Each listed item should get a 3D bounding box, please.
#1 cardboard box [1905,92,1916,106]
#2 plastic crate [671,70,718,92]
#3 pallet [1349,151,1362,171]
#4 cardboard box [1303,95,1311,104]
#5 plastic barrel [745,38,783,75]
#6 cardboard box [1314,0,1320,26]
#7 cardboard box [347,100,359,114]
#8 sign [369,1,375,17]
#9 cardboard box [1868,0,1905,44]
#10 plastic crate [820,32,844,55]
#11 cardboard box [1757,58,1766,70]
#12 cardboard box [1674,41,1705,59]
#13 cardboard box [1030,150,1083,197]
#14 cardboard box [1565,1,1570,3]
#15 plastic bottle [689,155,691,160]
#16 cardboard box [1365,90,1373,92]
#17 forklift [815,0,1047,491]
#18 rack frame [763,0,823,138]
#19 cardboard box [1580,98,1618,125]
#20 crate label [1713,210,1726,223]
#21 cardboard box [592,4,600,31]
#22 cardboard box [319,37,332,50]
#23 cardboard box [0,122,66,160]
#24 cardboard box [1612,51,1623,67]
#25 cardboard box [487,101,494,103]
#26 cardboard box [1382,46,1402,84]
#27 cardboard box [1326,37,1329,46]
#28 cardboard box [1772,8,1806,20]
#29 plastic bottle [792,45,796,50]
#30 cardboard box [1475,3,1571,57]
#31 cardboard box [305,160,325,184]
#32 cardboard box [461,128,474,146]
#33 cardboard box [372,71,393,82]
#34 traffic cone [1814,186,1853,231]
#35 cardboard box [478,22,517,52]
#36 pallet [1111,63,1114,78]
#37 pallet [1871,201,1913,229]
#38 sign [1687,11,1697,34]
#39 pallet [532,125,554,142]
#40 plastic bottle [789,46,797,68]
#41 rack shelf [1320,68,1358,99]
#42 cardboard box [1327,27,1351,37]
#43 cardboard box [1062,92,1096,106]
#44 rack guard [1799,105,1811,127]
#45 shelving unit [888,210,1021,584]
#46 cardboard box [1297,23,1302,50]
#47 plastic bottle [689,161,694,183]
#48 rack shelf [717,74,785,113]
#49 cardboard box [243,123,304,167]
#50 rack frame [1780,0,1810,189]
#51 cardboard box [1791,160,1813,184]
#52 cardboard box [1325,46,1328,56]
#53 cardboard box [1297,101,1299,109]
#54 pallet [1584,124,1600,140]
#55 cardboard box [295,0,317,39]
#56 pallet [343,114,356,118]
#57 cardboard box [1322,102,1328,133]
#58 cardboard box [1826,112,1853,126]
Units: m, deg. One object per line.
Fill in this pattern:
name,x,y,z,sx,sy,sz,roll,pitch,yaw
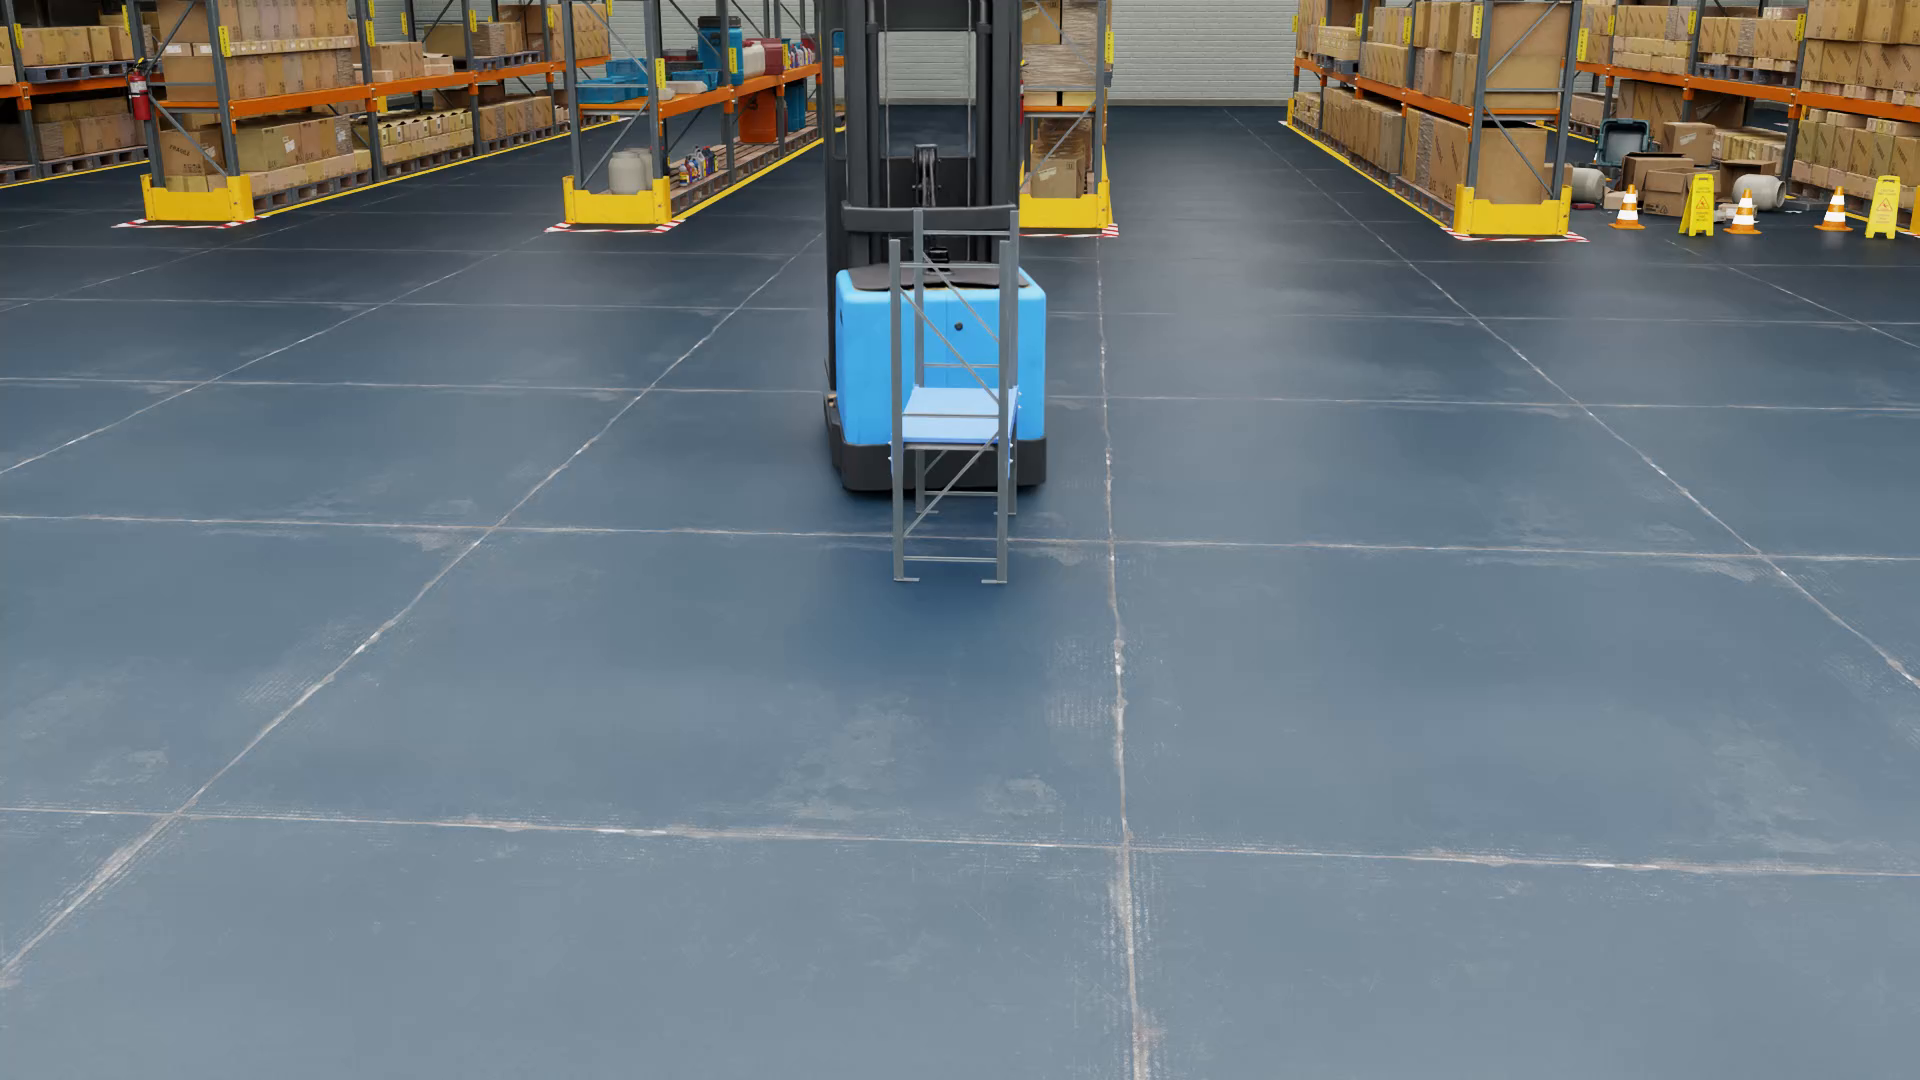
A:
cardboard box,10.718,-4.880,18.403,0.380,0.149,0.250,1,18,3
plastic crate,-3.389,-5.872,21.265,0.499,0.251,0.616,1,18,4
pallet,6.454,-5.714,25.022,1.003,0.211,1.213,1,18,4
cardboard box,6.709,-8.330,31.476,0.380,0.149,0.250,2,18,5
plastic barrel,-3.025,-7.448,25.619,0.600,0.536,0.708,1,18,4
cardboard box,6.669,-9.501,29.858,0.500,0.500,0.500,1,18,2
cardboard box,-12.588,-8.877,33.537,0.700,0.500,0.500,1,18,4
sign,-12.062,-10.887,34.091,0.100,0.325,0.005,1,18,4
cardboard box,10.754,-5.864,18.756,0.700,0.500,0.500,1,18,3
plastic crate,-2.558,-9.957,33.338,0.616,0.435,0.499,1,18,4
cardboard box,11.039,-6.448,22.514,0.380,0.149,0.250,1,18,4
cardboard box,11.312,-7.525,25.510,0.500,0.250,0.500,1,18,4
cardboard box,1.143,-4.331,19.664,0.500,0.500,0.500,6,19,18
cardboard box,11.722,-10.253,31.589,0.380,0.149,0.250,2,18,6
plastic bottle,-3.480,-4.839,21.528,0.061,0.283,0.133,1,18,4
cardboard box,6.998,-7.332,27.616,0.500,0.250,0.500,0,18,1
forklift,-0.239,-2.057,9.494,1.130,2.935,3.031,-2,18,-6
rack frame,-3.007,-8.777,29.892,1.000,3.000,0.127,1,18,4
cardboard box,12.033,-7.898,30.649,0.875,0.438,0.875,1,18,2
crate label,8.564,-3.685,18.949,0.250,0.136,0.298,-9,20,-25
cardboard box,-7.454,-10.352,32.934,0.500,0.500,0.500,2,18,5
cardboard box,-8.381,-6.431,21.530,0.380,0.149,0.250,1,18,4
cardboard box,-13.426,-5.764,24.004,0.700,0.500,0.500,2,18,6
cardboard box,11.523,-8.243,28.504,0.500,0.250,0.500,1,18,3
cardboard box,-8.333,-7.287,28.653,0.500,0.500,0.500,1,18,2
cardboard box,6.143,-6.569,22.993,0.500,0.500,0.500,1,18,4
cardboard box,6.316,-8.309,27.713,0.380,0.149,0.250,2,18,6
cardboard box,11.088,-7.020,22.175,0.380,0.149,0.250,1,18,2
plastic bottle,-2.904,-8.407,28.841,0.144,0.351,0.185,1,18,4
cardboard box,6.078,-5.496,17.904,0.875,0.550,0.550,1,18,4
cardboard box,-8.438,-4.682,21.136,0.500,0.250,0.500,1,18,4
cardboard box,-8.029,-6.371,26.289,0.500,0.250,0.500,2,18,5
cardboard box,-8.254,-6.555,23.515,0.380,0.149,0.250,1,18,4
traffic cone,9.701,-3.675,18.396,0.336,0.463,0.334,1,18,4
cardboard box,-8.191,-8.779,29.062,0.700,0.500,0.500,4,19,13
pallet,1.701,-7.109,25.110,1.213,0.211,1.003,1,18,4
pallet,11.056,-3.668,18.779,1.003,0.211,1.213,1,18,4
sign,10.977,-7.765,24.942,0.100,0.325,0.005,1,18,4
pallet,-7.968,-7.310,29.894,1.003,0.211,1.213,1,18,4
plastic bottle,-2.826,-8.119,27.962,0.144,0.351,0.185,1,18,4
rack shelf,6.730,-7.561,27.337,1.077,0.370,4.000,1,18,4
cardboard box,6.313,-8.452,27.673,0.380,0.149,0.250,1,18,3
cardboard box,1.331,-4.903,18.473,0.380,0.149,0.250,1,18,4
rack guard,17.050,-8.366,32.653,1.175,0.500,0.348,1,18,4
shelving unit,-0.006,-0.686,7.609,0.538,1.500,1.048,1,18,4
cardboard box,6.852,-9.822,32.444,0.500,0.500,0.500,2,18,7
plastic bottle,-3.402,-4.625,20.896,0.097,0.271,0.097,0,18,0
rack shelf,-3.437,-6.572,24.317,1.077,0.370,4.000,1,18,4
cardboard box,-8.491,-4.884,20.547,0.500,0.500,0.500,1,18,4
rack frame,11.244,-5.961,21.297,1.000,3.000,0.127,1,18,4
cardboard box,10.932,-4.676,21.119,0.500,0.250,0.500,0,18,1
cardboard box,6.313,-8.172,27.774,0.380,0.149,0.250,0,18,1
cardboard box,6.790,-8.512,32.510,0.380,0.149,0.250,1,18,4
pallet,11.950,-7.355,30.029,1.003,0.211,1.213,1,18,4
cardboard box,-8.618,-6.618,21.058,0.700,0.500,0.500,1,18,4
pallet,-12.671,-8.287,32.876,1.003,0.211,1.213,1,18,4
cardboard box,6.555,-7.312,28.762,0.500,0.500,0.500,2,18,6
cardboard box,10.829,-5.144,20.299,0.380,0.149,0.250,2,18,6
